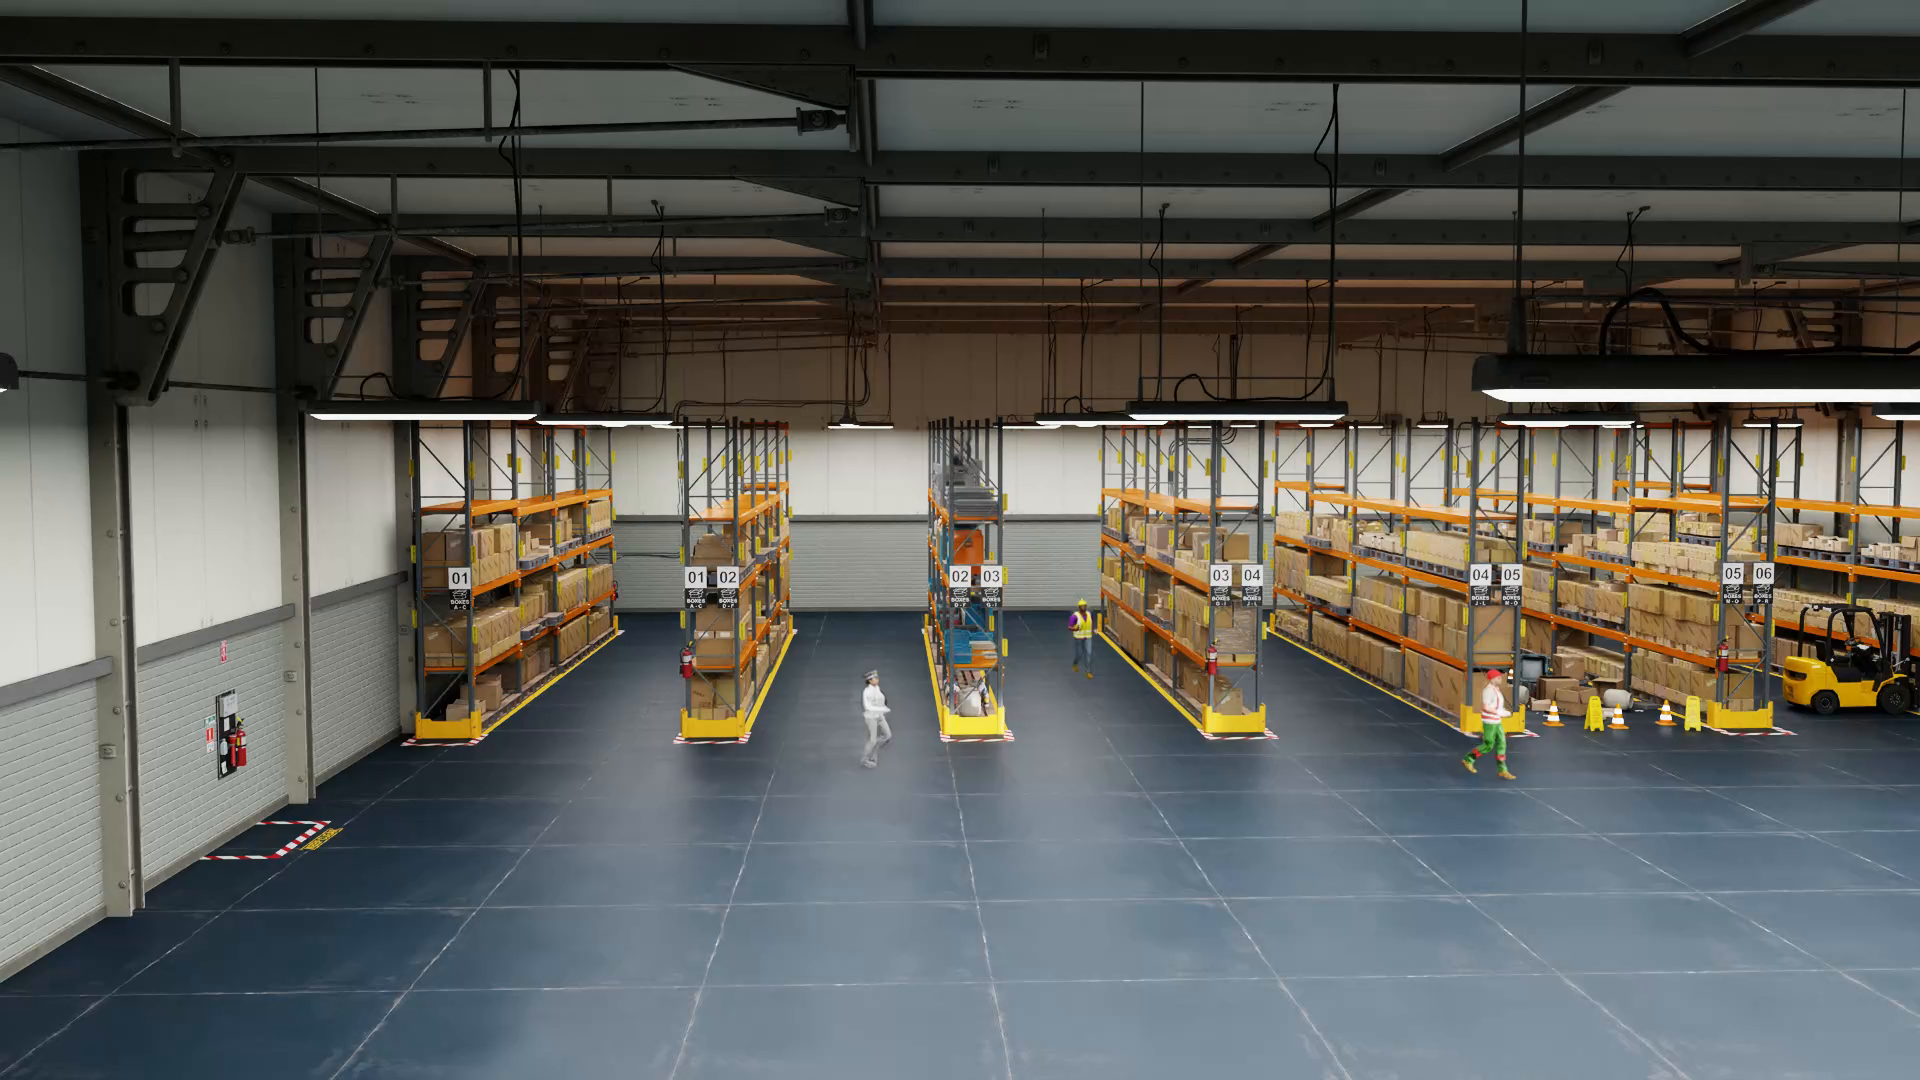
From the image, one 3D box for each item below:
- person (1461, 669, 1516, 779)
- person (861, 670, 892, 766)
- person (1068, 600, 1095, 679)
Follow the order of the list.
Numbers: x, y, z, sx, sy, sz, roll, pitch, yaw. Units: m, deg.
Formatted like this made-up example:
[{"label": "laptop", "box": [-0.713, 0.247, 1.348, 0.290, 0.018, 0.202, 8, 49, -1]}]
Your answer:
[{"label": "person", "box": [8.773, 3.030, 27.513, 0.872, 1.800, 0.686, 2, 4, 34]}, {"label": "person", "box": [-1.422, 3.034, 28.335, 0.591, 1.660, 0.594, 2, 4, 29]}, {"label": "person", "box": [2.812, 2.260, 38.163, 0.701, 1.764, 0.972, -1, 4, -16]}]
